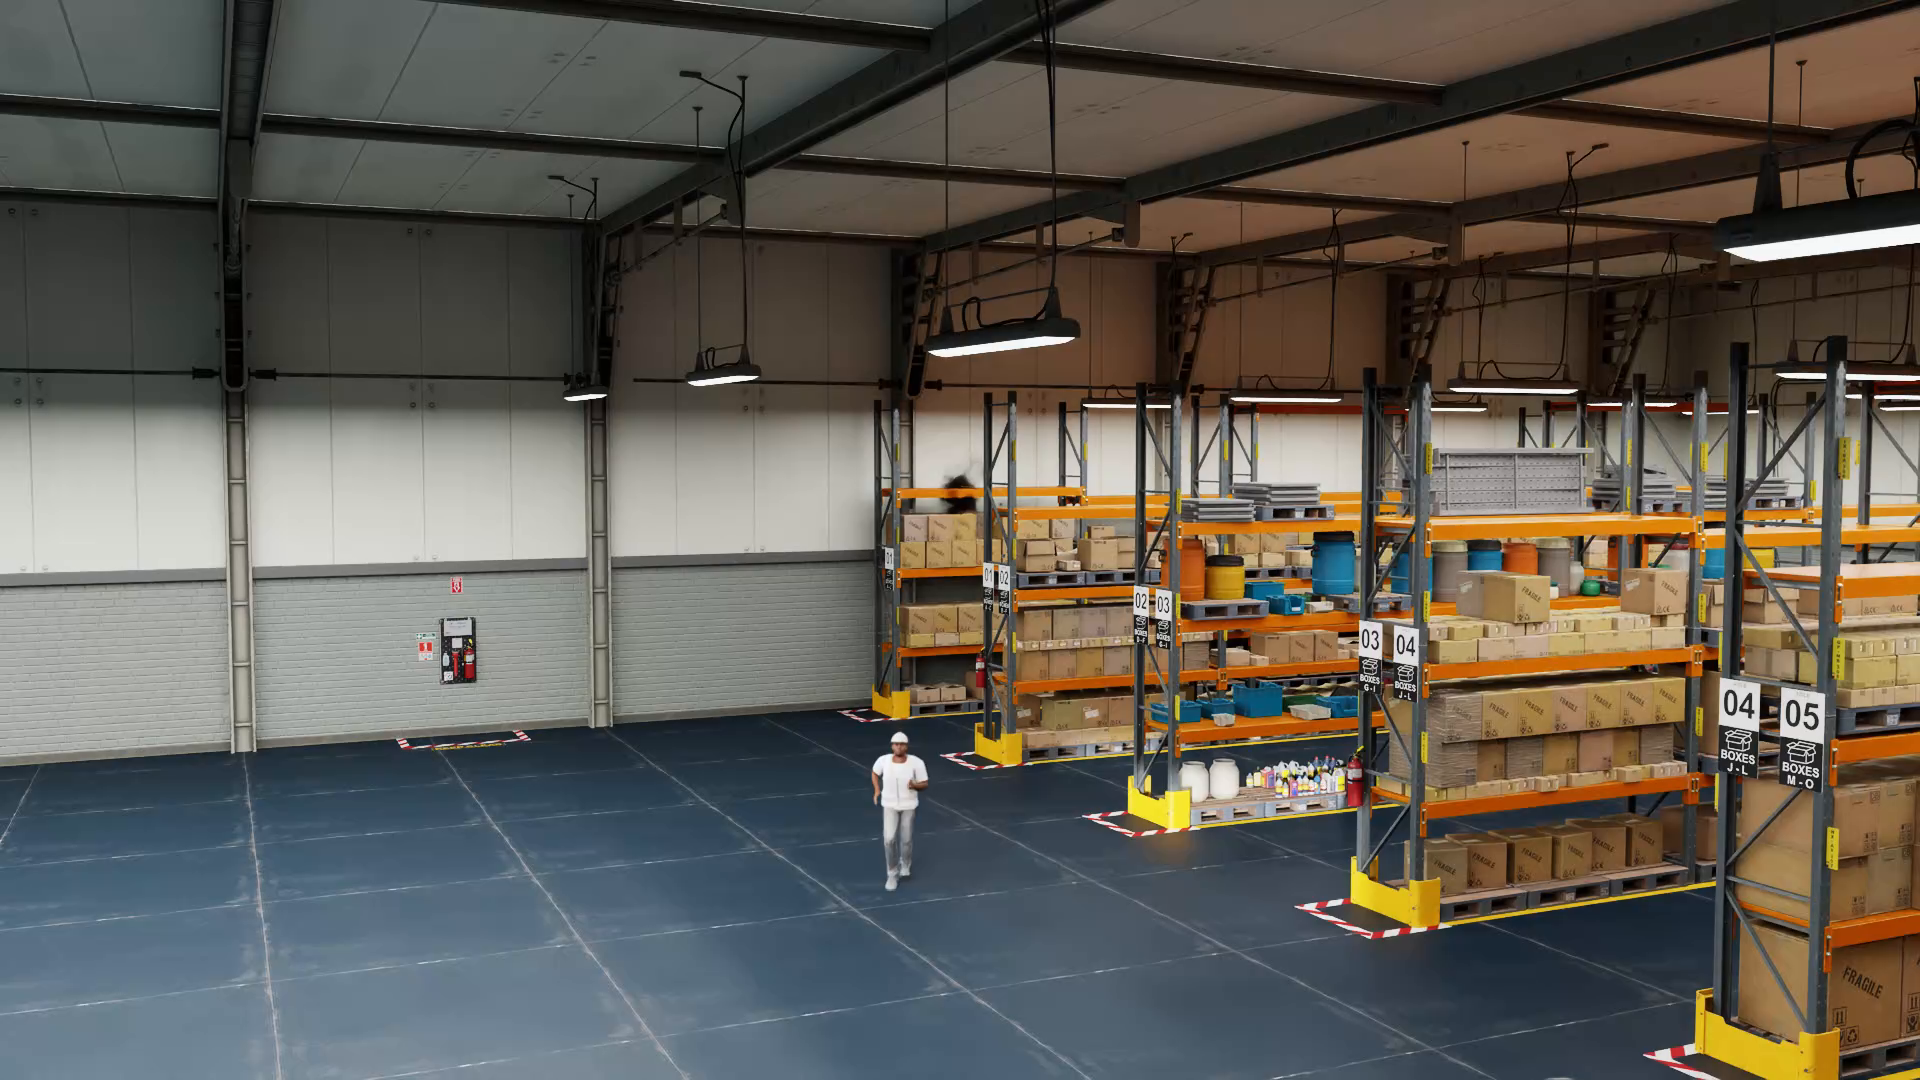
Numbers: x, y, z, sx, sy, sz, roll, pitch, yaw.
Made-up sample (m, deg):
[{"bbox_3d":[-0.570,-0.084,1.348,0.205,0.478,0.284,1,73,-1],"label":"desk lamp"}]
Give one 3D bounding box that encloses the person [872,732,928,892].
[{"bbox_3d":[-0.707,3.151,19.426,0.673,1.823,0.720,0,3,0],"label":"person"}]
